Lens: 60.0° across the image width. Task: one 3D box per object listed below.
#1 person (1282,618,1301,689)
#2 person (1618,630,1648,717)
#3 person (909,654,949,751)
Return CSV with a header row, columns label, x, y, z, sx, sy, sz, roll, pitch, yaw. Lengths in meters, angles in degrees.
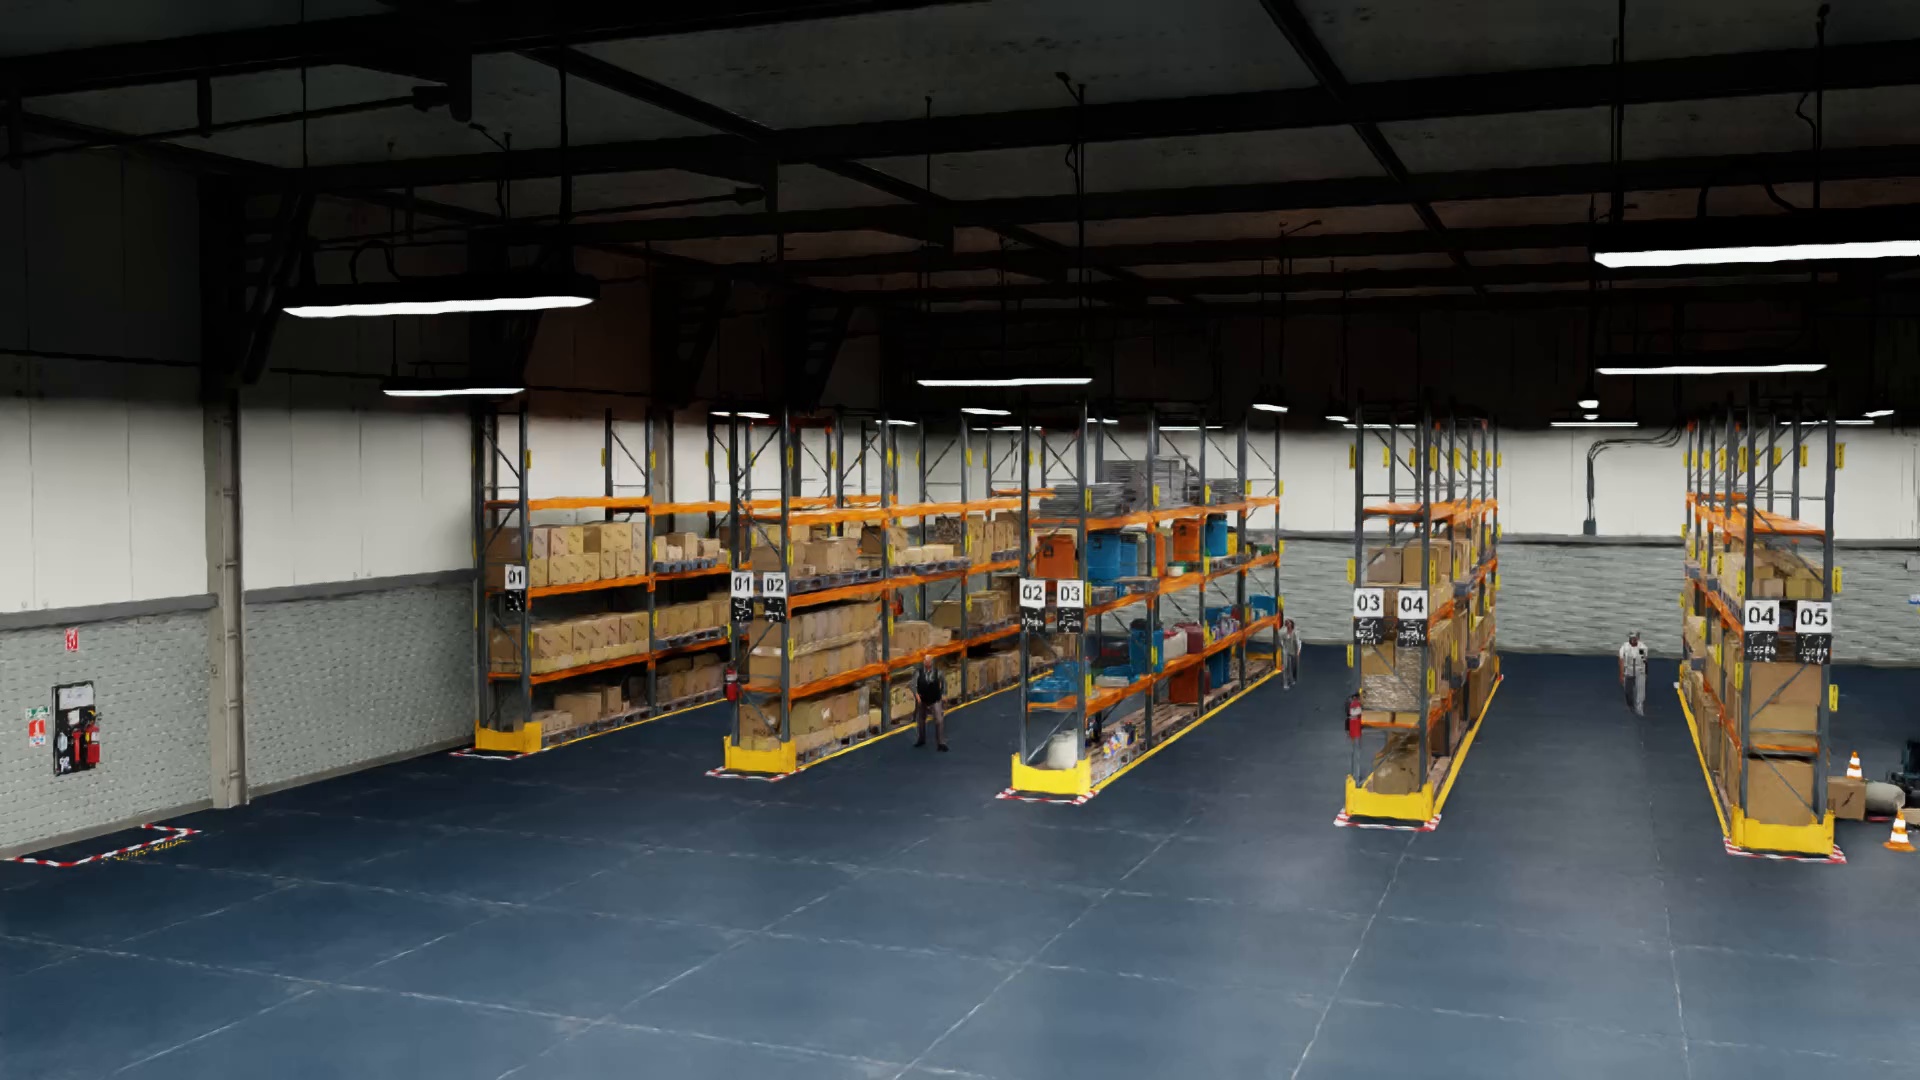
label,x,y,z,sx,sy,sz,roll,pitch,yaw
person,7.242,2.456,36.317,0.430,1.539,0.949,1,3,19
person,13.111,2.573,32.388,0.542,1.672,1.126,1,3,23
person,-0.526,2.770,28.627,0.687,1.657,0.817,0,3,2
